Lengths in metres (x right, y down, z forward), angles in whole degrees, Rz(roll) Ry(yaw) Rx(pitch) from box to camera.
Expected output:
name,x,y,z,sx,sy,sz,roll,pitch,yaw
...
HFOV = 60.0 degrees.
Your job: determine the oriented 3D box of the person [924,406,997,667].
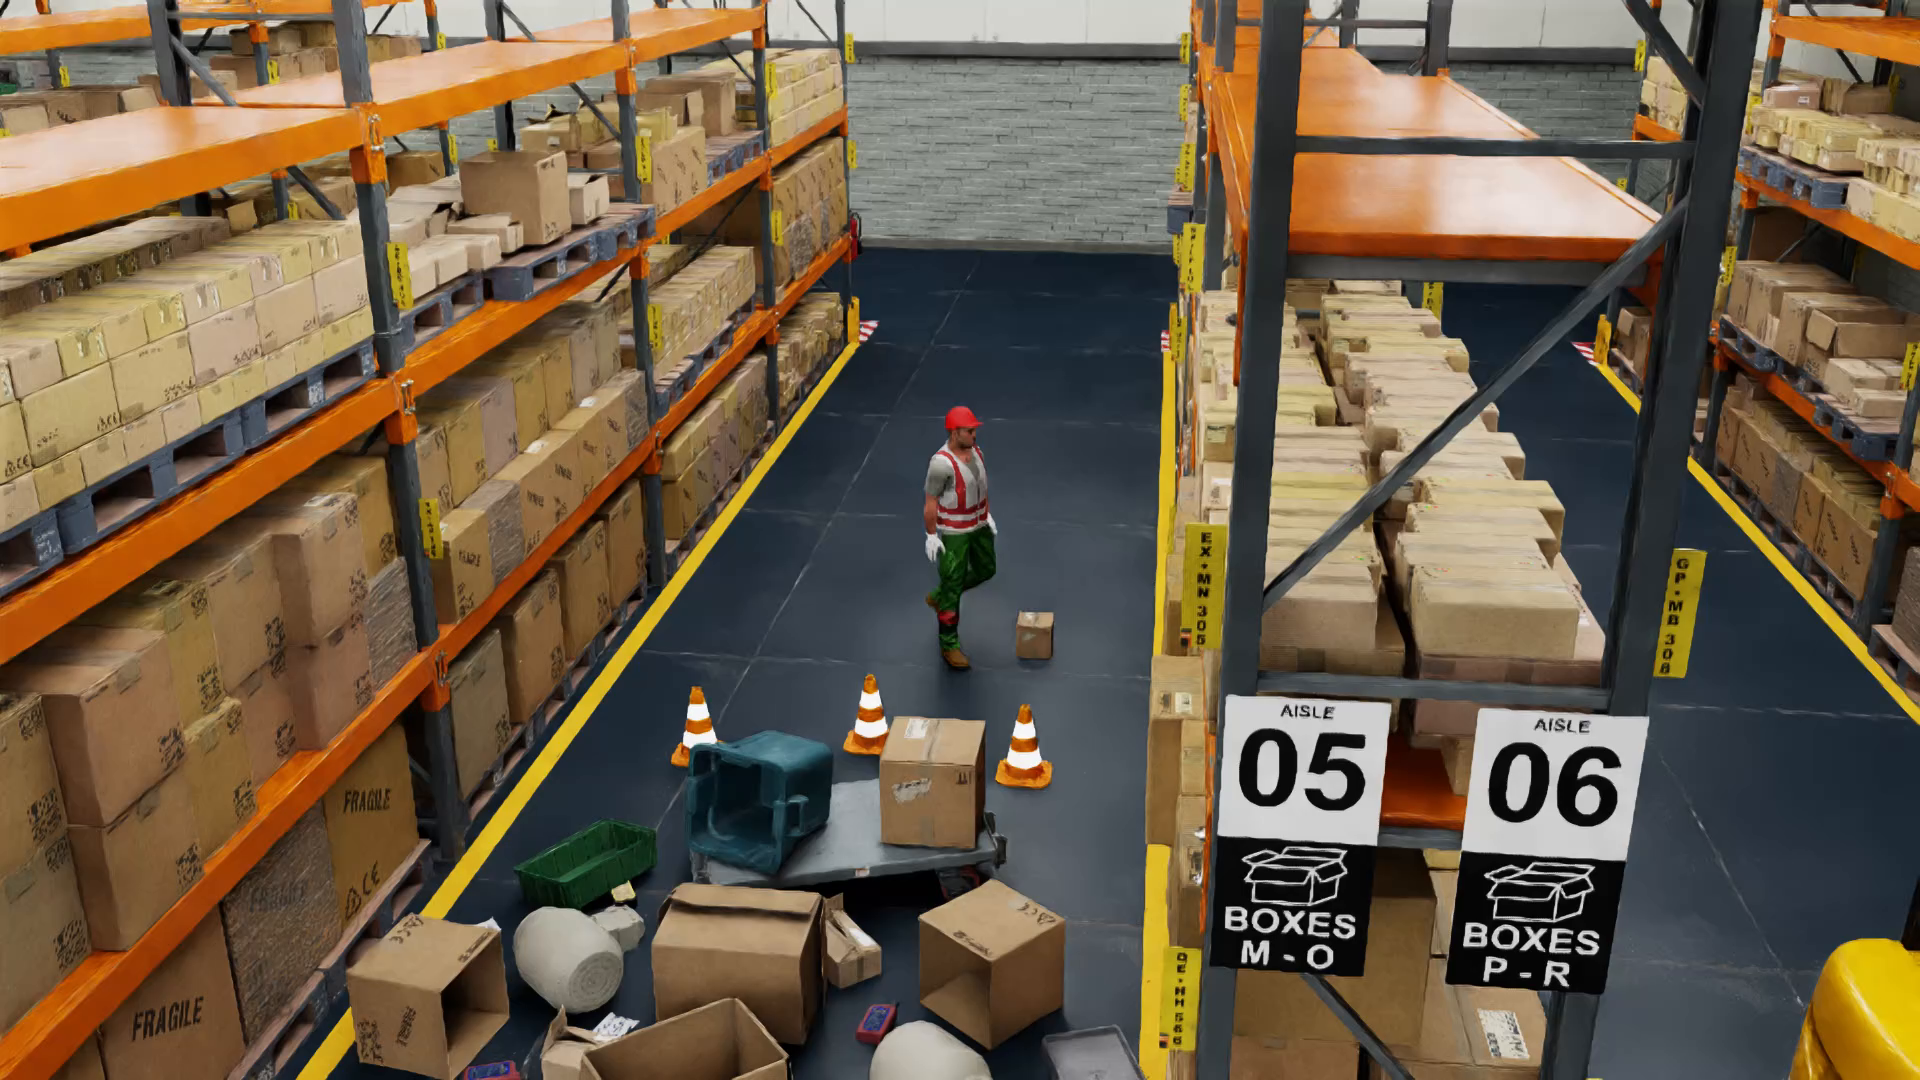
name,x,y,z,sx,sy,sz,roll,pitch,yaw
person,-0.047,-0.079,11.647,0.656,1.783,0.649,14,25,32
